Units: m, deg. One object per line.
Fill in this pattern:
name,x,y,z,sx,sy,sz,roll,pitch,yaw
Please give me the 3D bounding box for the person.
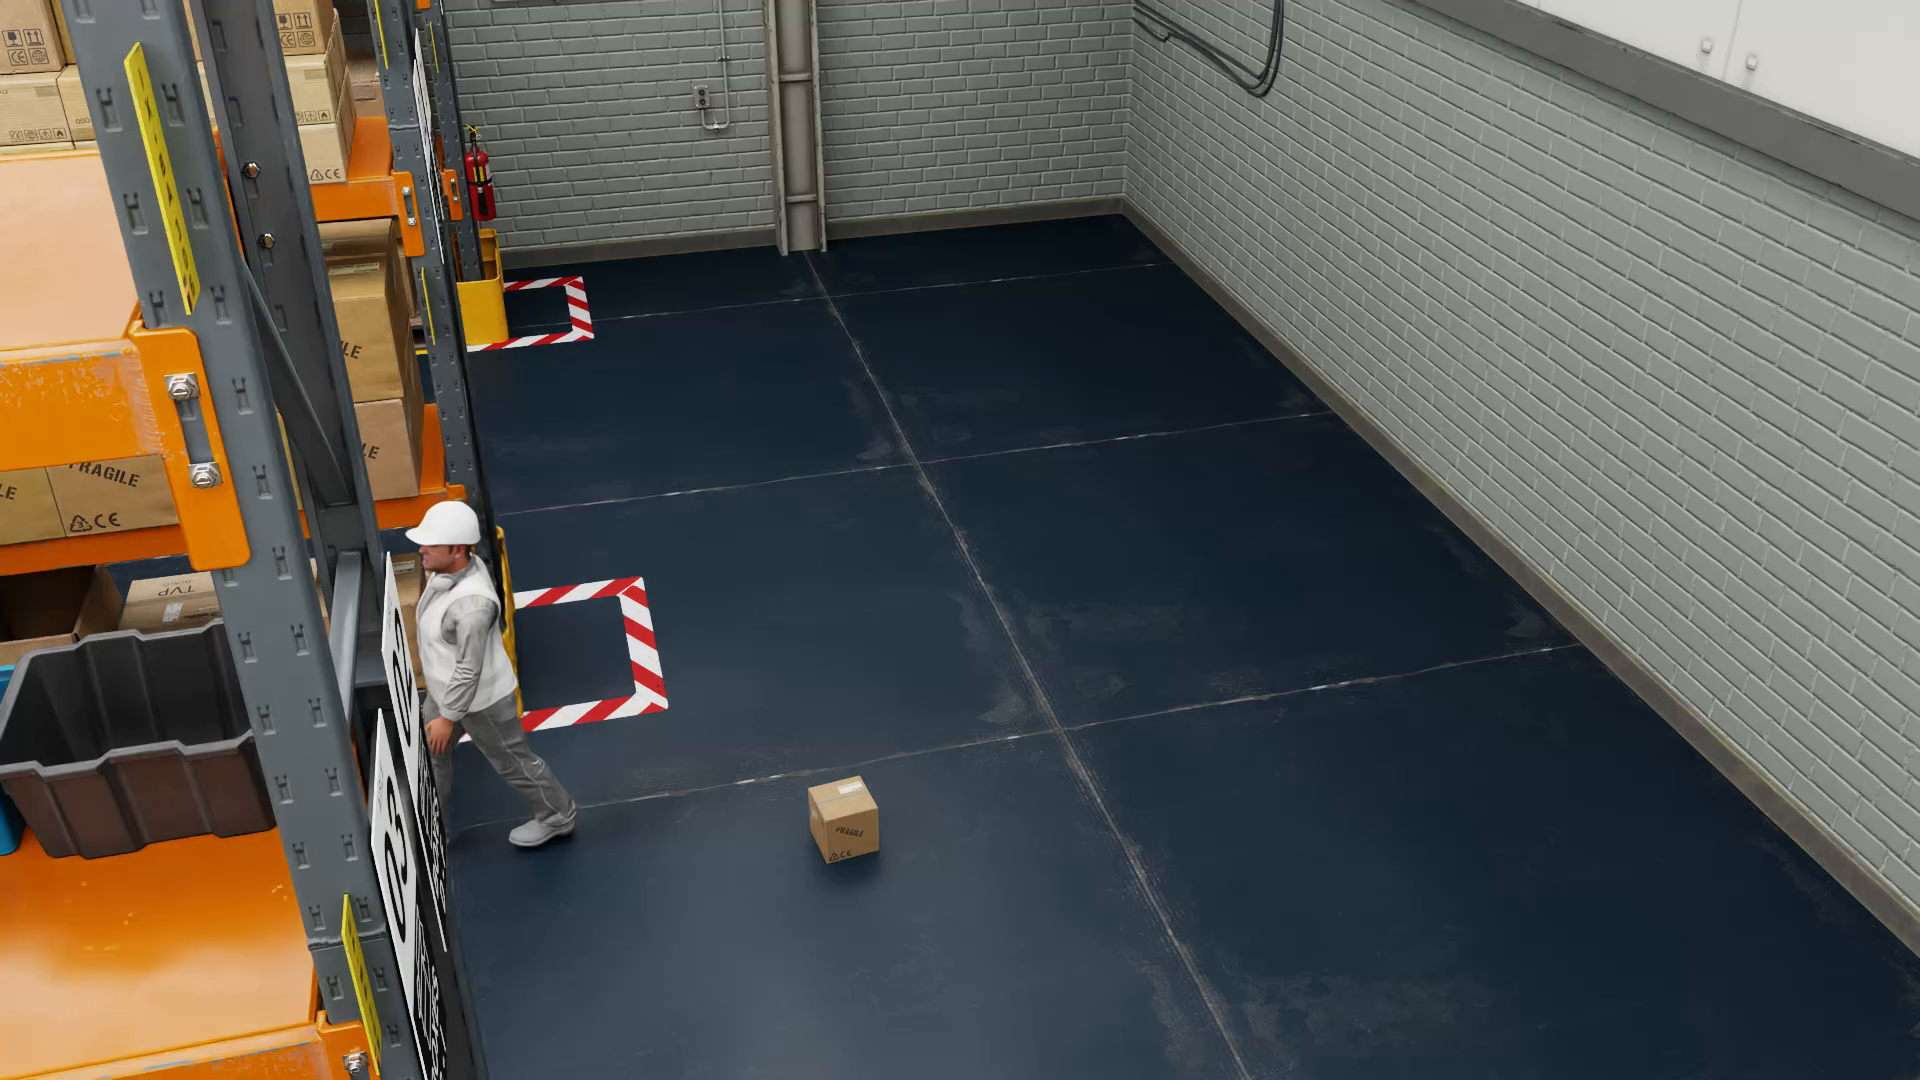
person,-2.157,0.652,7.084,0.865,1.774,0.580,-16,34,-26
